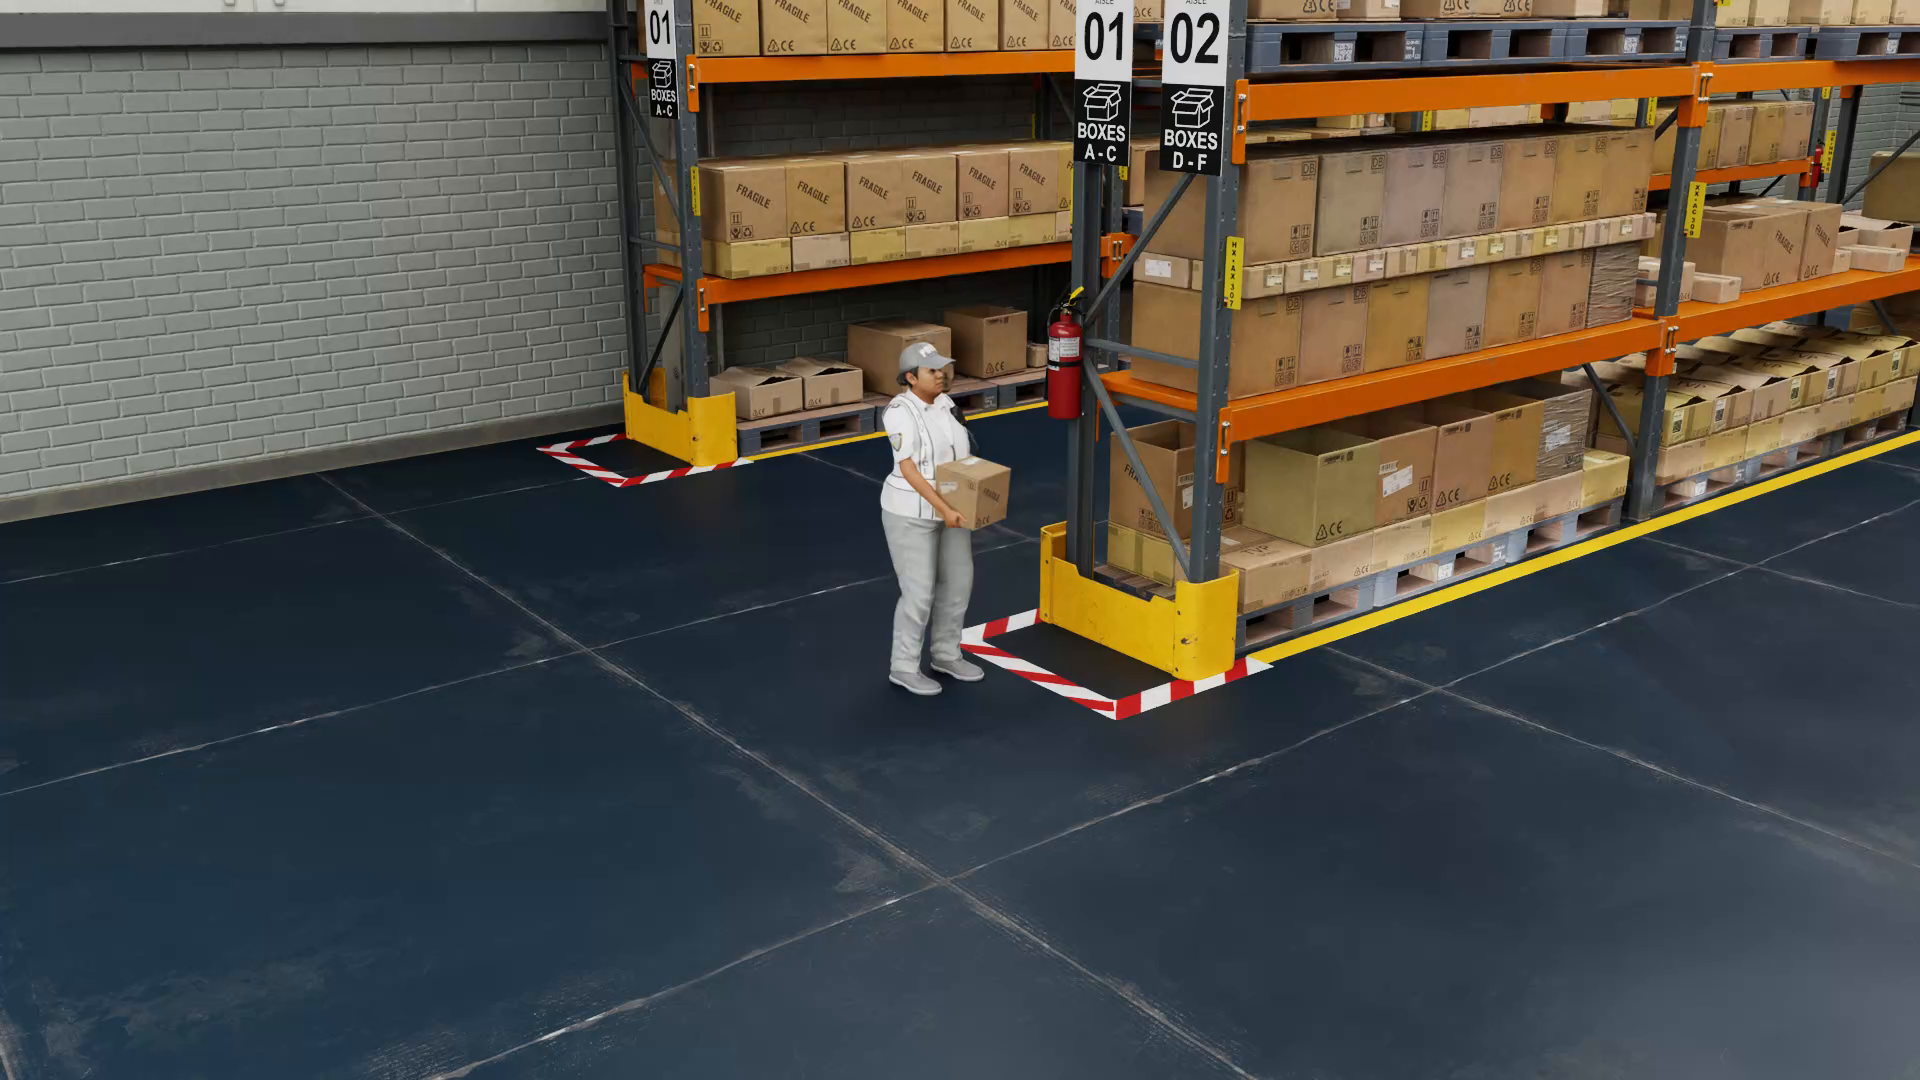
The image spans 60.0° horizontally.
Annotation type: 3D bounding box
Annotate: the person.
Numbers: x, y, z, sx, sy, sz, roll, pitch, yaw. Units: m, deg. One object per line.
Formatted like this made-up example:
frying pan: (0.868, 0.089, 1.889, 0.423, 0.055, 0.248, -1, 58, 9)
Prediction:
person: (-0.091, -0.102, 7.882, 0.541, 1.653, 0.453, 14, 22, 36)
